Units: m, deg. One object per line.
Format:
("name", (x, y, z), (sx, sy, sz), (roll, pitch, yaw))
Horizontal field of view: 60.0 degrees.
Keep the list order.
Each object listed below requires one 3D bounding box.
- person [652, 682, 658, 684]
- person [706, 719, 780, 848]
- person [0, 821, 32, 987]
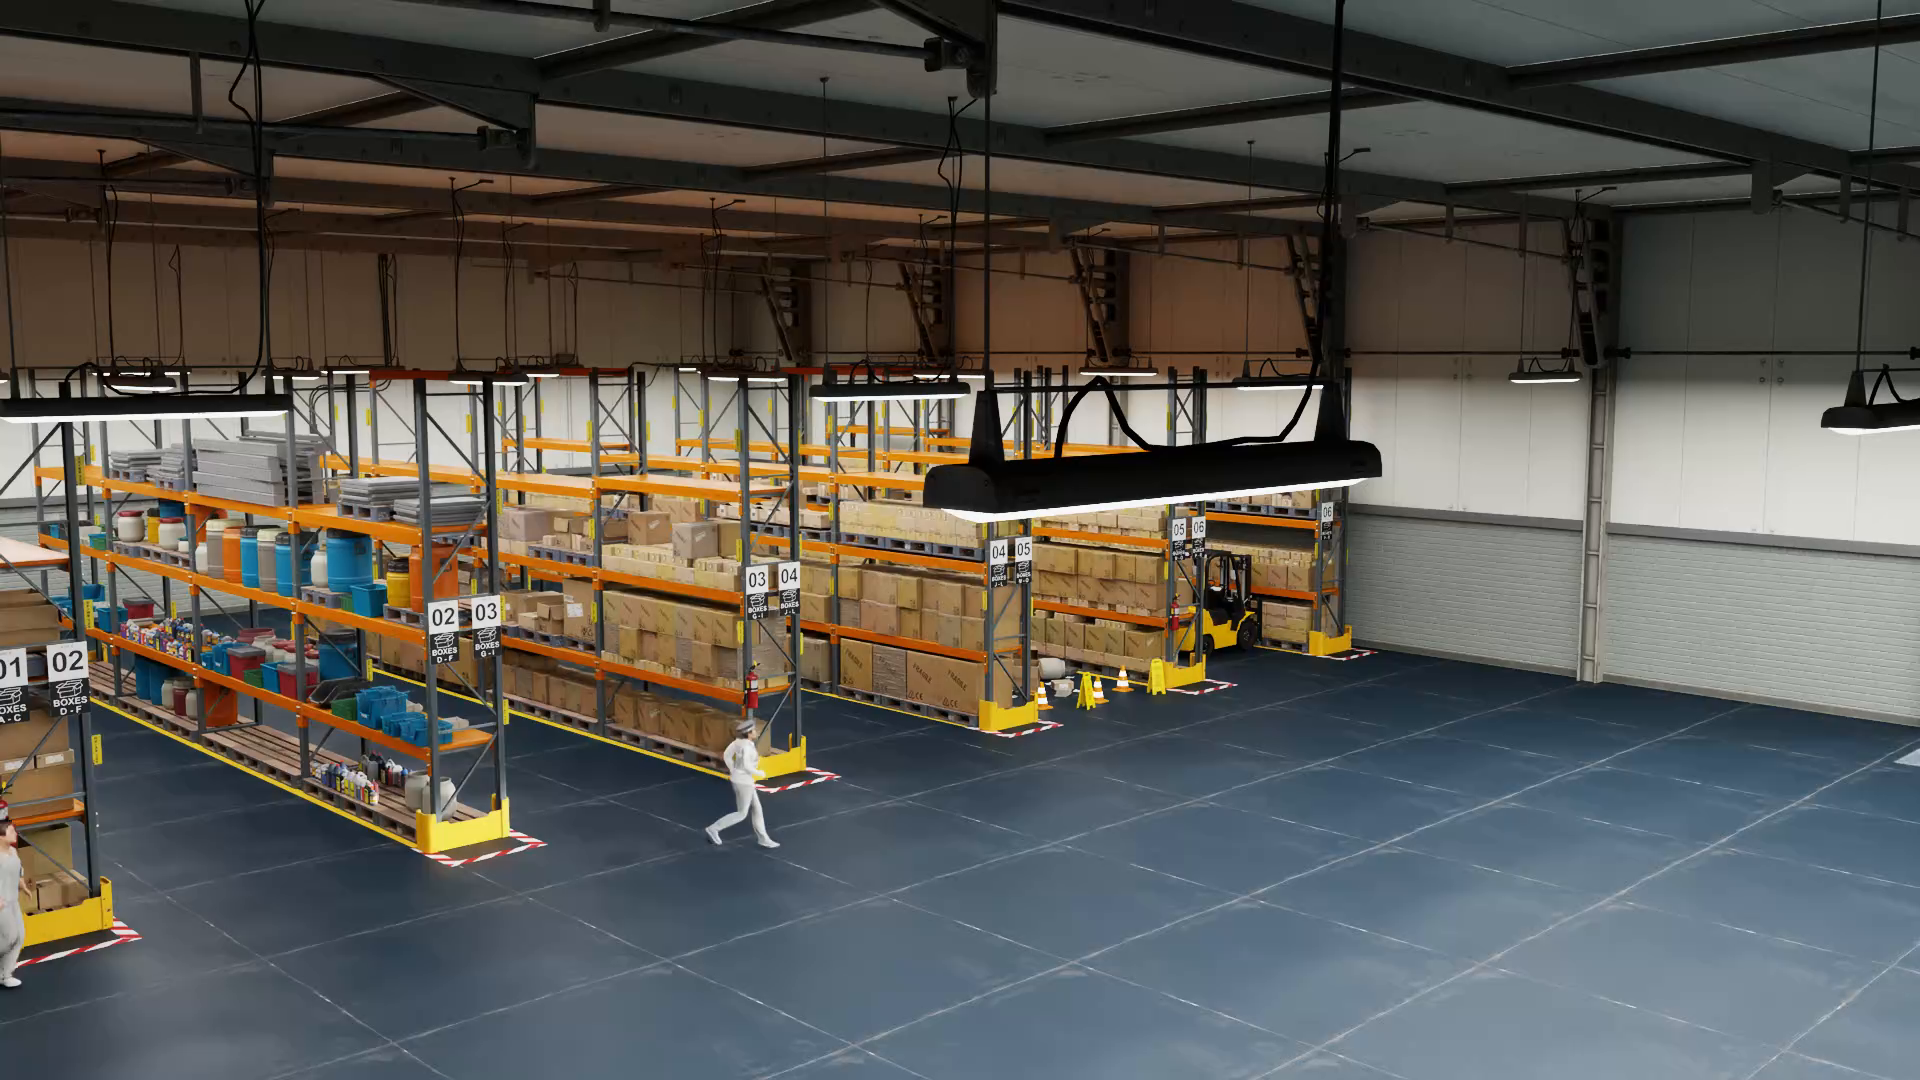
("person", (-5.643, 2.040, 31.554), (0.854, 1.481, 0.636), (3, 7, 26))
("person", (-2.780, 3.121, 21.137), (0.955, 1.689, 0.638), (-3, 7, -23))
("person", (-9.687, 3.641, 16.756), (0.573, 1.615, 0.633), (0, 6, -1))
